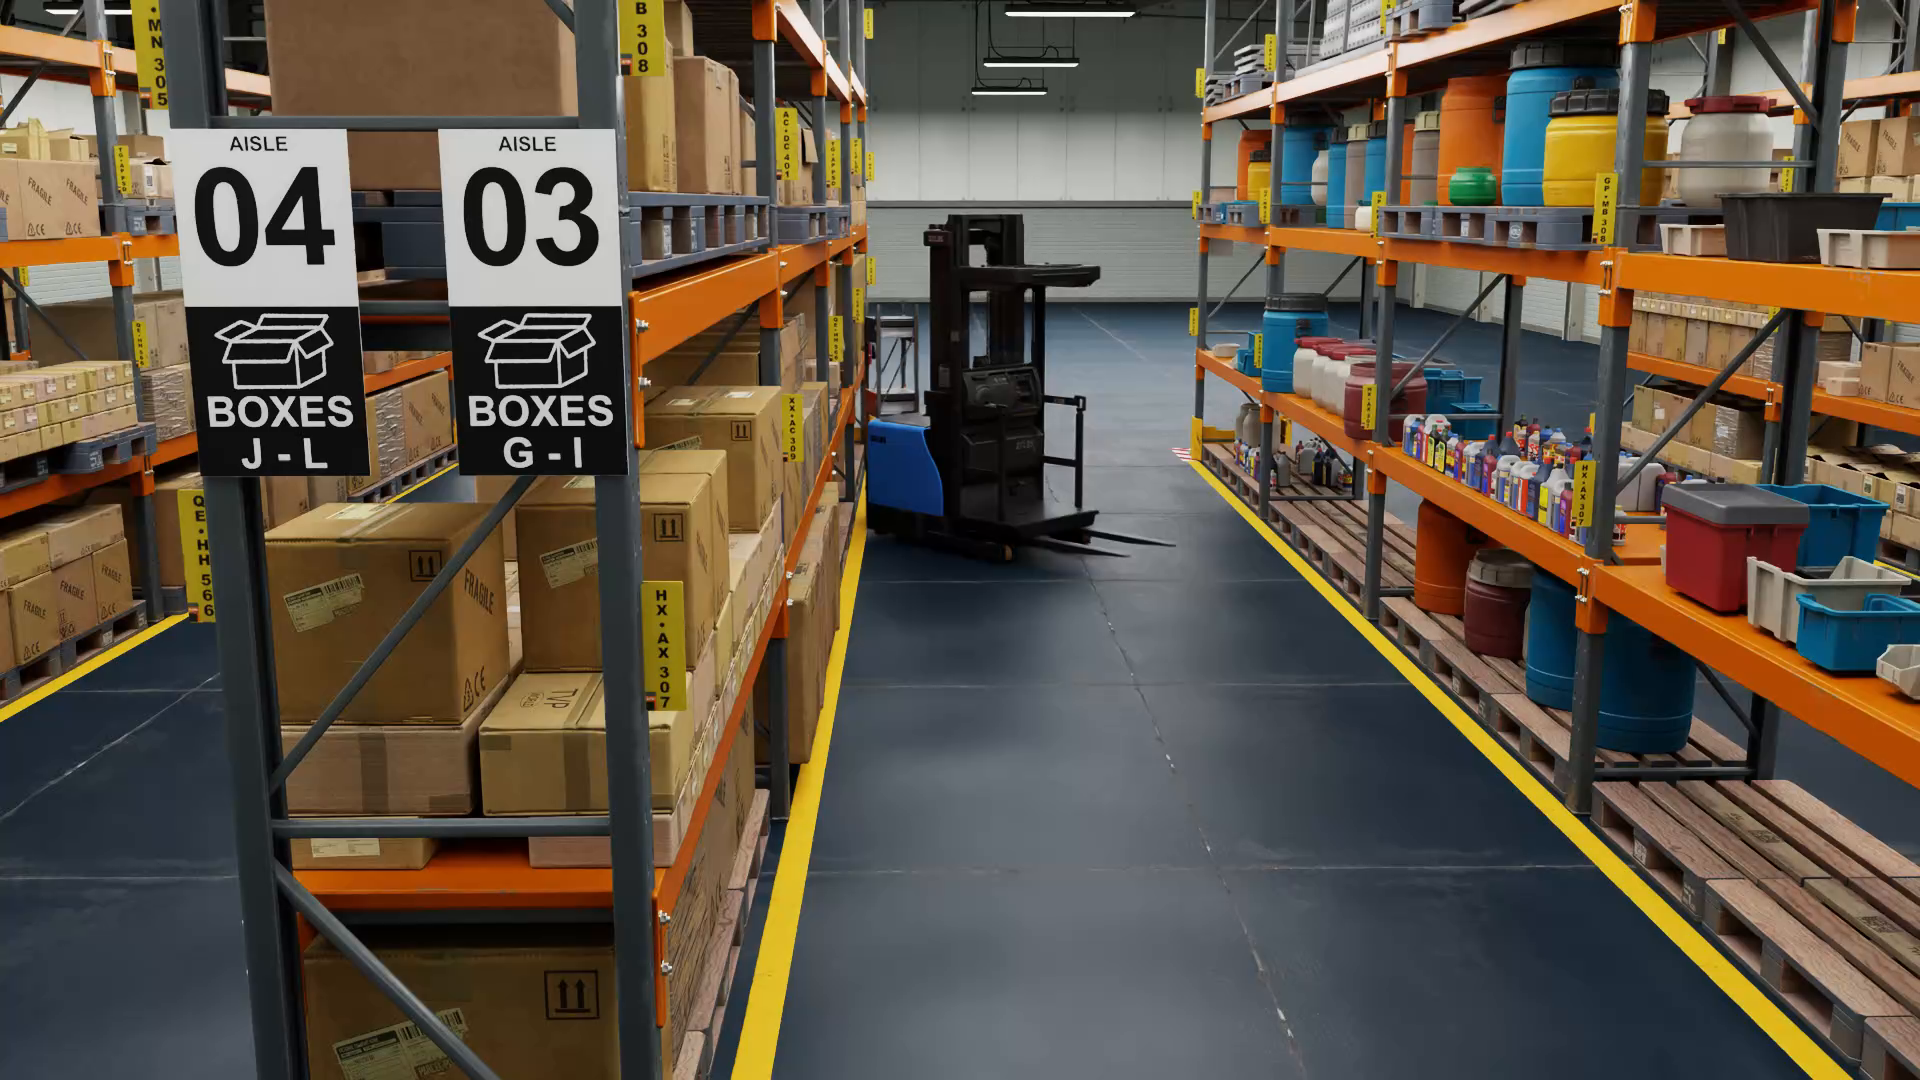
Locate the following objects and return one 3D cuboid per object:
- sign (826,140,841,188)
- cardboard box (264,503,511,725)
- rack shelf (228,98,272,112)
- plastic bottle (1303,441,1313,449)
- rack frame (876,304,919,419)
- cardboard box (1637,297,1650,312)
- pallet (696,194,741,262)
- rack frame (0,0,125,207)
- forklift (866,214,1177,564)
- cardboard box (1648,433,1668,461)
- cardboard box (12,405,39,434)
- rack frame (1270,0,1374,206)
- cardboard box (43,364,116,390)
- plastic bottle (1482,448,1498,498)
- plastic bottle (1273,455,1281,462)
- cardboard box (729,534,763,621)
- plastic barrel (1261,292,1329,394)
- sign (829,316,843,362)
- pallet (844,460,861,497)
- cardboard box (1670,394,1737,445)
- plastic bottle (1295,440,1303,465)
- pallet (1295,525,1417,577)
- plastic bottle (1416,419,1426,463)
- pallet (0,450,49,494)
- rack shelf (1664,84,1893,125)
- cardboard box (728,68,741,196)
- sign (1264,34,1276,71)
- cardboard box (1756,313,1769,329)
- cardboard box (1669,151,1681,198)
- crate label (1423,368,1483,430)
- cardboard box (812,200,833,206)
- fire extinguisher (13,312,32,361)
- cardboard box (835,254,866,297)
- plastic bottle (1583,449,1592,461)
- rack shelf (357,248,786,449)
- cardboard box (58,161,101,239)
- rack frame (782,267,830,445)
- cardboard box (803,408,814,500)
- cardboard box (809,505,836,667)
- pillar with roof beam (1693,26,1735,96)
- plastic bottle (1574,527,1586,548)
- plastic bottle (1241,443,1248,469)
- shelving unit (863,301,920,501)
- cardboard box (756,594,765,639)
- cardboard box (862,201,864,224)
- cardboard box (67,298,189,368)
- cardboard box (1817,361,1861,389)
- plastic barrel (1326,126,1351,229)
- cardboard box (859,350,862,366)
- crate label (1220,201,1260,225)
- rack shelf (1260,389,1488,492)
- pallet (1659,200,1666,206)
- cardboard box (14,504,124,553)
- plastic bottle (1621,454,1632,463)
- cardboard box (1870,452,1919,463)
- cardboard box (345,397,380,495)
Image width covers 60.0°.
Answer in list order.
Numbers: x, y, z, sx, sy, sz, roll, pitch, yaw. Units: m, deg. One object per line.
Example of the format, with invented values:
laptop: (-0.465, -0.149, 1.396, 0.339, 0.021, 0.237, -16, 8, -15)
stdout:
sign: (-0.885, -2.629, 11.622, 0.100, 0.325, 0.005, 0, 11, -1)
cardboard box: (-1.548, 0.188, 4.521, 0.500, 0.500, 0.500, 0, 11, 0)
rack shelf: (-6.525, -4.450, 17.369, 1.077, 0.370, 4.000, 0, 11, -1)
plastic bottle: (3.800, -0.944, 18.104, 0.152, 0.276, 0.135, 0, 11, -1)
rack frame: (-0.588, -1.179, 15.780, 0.400, 2.100, 0.015, -3, 12, -16)
cardboard box: (8.099, -2.732, 19.290, 0.380, 0.149, 0.250, -1, 11, -3)
pallet: (-1.329, -1.093, 5.773, 1.003, 0.211, 1.213, 0, 11, -1)
rack frame: (-6.401, -3.806, 11.379, 1.000, 3.000, 0.127, 0, 11, -1)
forklift: (0.523, -1.346, 14.512, 1.130, 2.935, 3.031, -11, 16, -44)
cardboard box: (8.111, -1.049, 18.734, 0.500, 0.250, 0.500, 0, 11, -1)
cardboard box: (-5.907, -0.742, 10.190, 0.380, 0.149, 0.250, 0, 11, 0)
rack frame: (3.429, -4.622, 15.400, 1.000, 3.000, 0.127, 0, 11, -1)
cardboard box: (-5.930, -1.095, 11.182, 0.380, 0.149, 0.250, 0, 11, -2)
plastic bottle: (3.187, -0.403, 9.986, 0.061, 0.283, 0.133, 0, 11, -1)
plastic bottle: (3.271, -0.733, 17.064, 0.152, 0.276, 0.135, 0, 11, -1)
cardboard box: (-1.062, 0.147, 6.608, 0.500, 0.250, 0.500, 0, 11, 0)
plastic barrel: (3.134, -1.850, 15.562, 0.600, 0.901, 0.708, 0, 11, -1)
sign: (-0.886, -1.437, 11.876, 0.100, 0.325, 0.005, 0, 11, -1)
pallet: (-1.601, -0.671, 18.029, 1.003, 0.211, 1.213, 0, 11, -1)
cardboard box: (8.115, -1.317, 18.169, 0.500, 0.500, 0.500, 0, 11, -1)
plastic bottle: (3.694, -0.947, 18.101, 0.061, 0.283, 0.133, 0, 11, -1)
pallet: (3.512, 0.084, 14.306, 1.003, 0.211, 1.213, 0, 11, -1)
plastic bottle: (3.158, -0.677, 11.335, 0.061, 0.283, 0.133, 0, 11, -1)
pallet: (-6.320, -0.379, 10.055, 1.003, 0.211, 1.213, 0, 11, -1)
rack shelf: (8.340, -4.491, 17.567, 1.077, 0.370, 4.000, 0, 11, -1)
cardboard box: (-1.282, -1.690, 6.932, 0.700, 0.500, 0.500, -1, 12, -4)
sign: (2.879, -4.520, 15.420, 0.100, 0.325, 0.005, 0, 11, -1)
cardboard box: (8.158, -2.171, 16.523, 0.380, 0.149, 0.250, 0, 11, -2)
cardboard box: (8.060, -3.959, 18.015, 0.500, 0.500, 0.500, 0, 11, -1)
crate label: (3.761, -1.103, 13.052, 0.502, 0.435, 0.616, 0, 11, -1)
cardboard box: (-1.196, -2.357, 12.159, 0.500, 0.250, 0.500, 0, 11, 0)
fire extinguisher: (-11.055, -2.403, 19.744, 0.296, 0.674, 0.183, 0, 11, -1)
cardboard box: (-1.347, -3.033, 19.142, 0.500, 0.500, 0.500, 0, 11, -1)
plastic bottle: (3.818, -0.414, 10.068, 0.097, 0.271, 0.097, 0, 11, 0)
rack shelf: (-1.317, -0.791, 5.871, 1.077, 0.370, 4.000, 0, 11, -1)
cardboard box: (-6.136, -2.273, 11.112, 0.500, 0.500, 0.500, 0, 11, -1)
rack frame: (-1.440, -0.866, 11.976, 1.000, 3.000, 0.127, 0, 11, -1)
cardboard box: (-1.155, -0.515, 9.992, 0.500, 0.500, 0.500, 0, 11, 0)
cardboard box: (-1.436, 0.284, 10.596, 1.225, 0.875, 0.875, 0, 11, -1)
pillar with roof beam: (9.578, -7.690, 30.522, 9.100, 9.000, 0.548, 0, 11, -1)
plastic bottle: (3.263, -0.108, 8.549, 0.152, 0.276, 0.135, 0, 11, -1)
plastic bottle: (3.081, -0.906, 17.926, 0.097, 0.271, 0.097, 0, 11, 0)
shelving unit: (-0.658, -1.226, 16.009, 0.431, 2.100, 0.503, -3, 12, -16)
cardboard box: (-1.002, 0.316, 6.782, 0.380, 0.149, 0.250, 0, 11, 0)
cardboard box: (-1.329, -3.659, 18.575, 0.500, 0.250, 0.500, 0, 11, -1)
cardboard box: (-6.413, -1.595, 12.801, 0.700, 0.500, 0.500, 0, 11, -2)
cardboard box: (8.435, -1.530, 15.626, 0.500, 0.250, 0.500, 0, 11, 2)
plastic barrel: (3.656, -3.297, 15.154, 0.600, 0.901, 0.708, 0, 11, -1)
cardboard box: (-1.257, -1.980, 18.097, 0.380, 0.149, 0.250, 0, 11, -1)
crate label: (3.054, -3.501, 17.791, 0.502, 0.251, 0.408, 0, 11, -1)
rack shelf: (3.470, -0.932, 14.108, 1.077, 0.370, 4.000, 0, 11, -1)
pallet: (8.287, -3.783, 19.029, 1.003, 0.211, 1.213, 0, 11, -1)
cardboard box: (-6.125, -0.080, 11.442, 0.500, 0.250, 0.500, -1, 11, -2)
plastic bottle: (3.966, -0.375, 9.880, 0.097, 0.271, 0.097, 0, 11, 0)
cardboard box: (8.693, -0.652, 15.368, 0.500, 0.311, 0.500, 0, 11, 0)
cardboard box: (-6.427, -0.951, 16.681, 0.875, 0.875, 0.875, 0, 11, 0)
